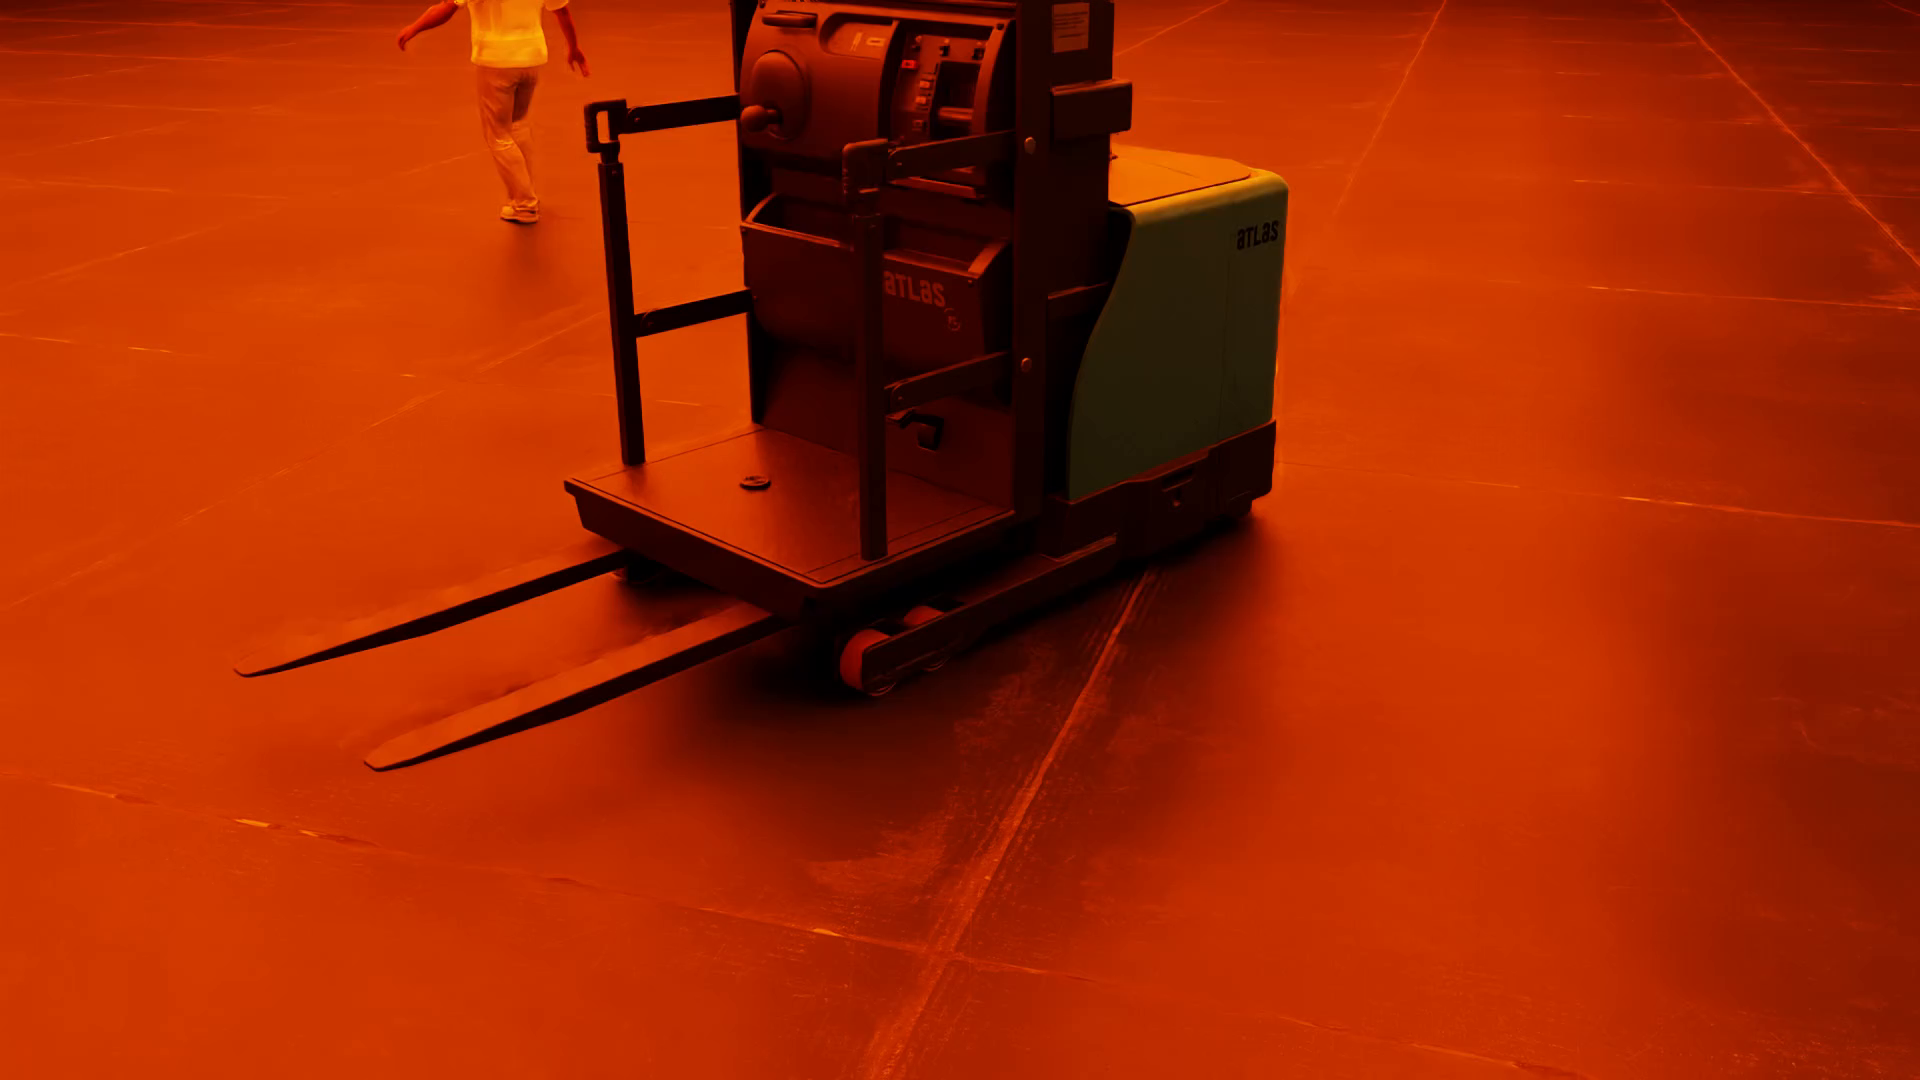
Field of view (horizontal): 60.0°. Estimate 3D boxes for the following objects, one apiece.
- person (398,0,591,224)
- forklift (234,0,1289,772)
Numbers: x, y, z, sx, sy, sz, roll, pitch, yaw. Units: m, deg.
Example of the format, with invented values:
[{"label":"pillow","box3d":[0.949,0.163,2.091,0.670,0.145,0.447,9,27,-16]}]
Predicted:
[{"label":"person","box3d":[-2.590,-2.701,9.407,0.615,1.759,1.039,19,29,38]},{"label":"forklift","box3d":[-0.384,-1.183,4.145,1.130,2.935,3.031,20,30,40]}]
